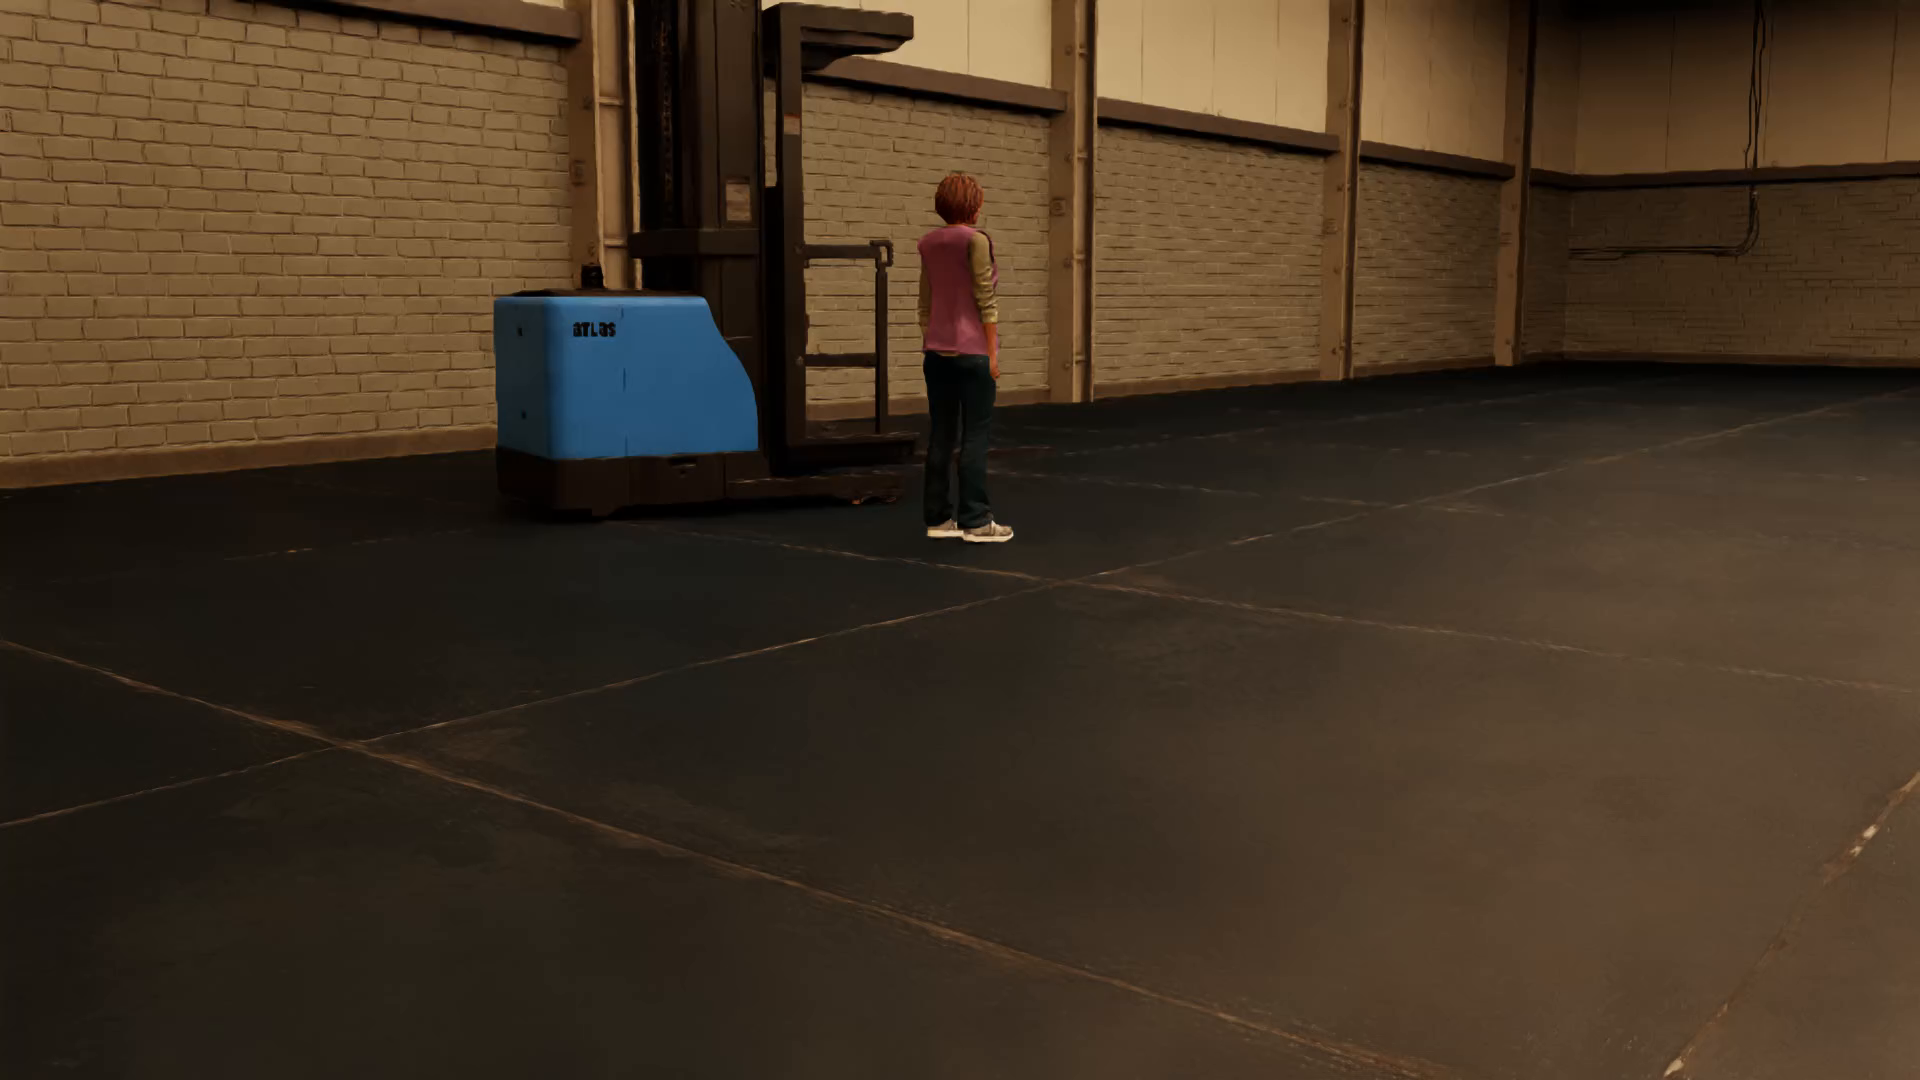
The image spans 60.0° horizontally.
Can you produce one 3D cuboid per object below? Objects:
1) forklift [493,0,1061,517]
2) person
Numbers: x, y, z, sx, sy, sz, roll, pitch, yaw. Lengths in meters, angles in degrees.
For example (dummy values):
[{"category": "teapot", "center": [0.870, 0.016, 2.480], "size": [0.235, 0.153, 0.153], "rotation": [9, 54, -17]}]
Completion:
[{"category": "forklift", "center": [-0.889, -1.695, 8.864], "size": [3.031, 2.935, 1.130], "rotation": [-5, 10, -31]}, {"category": "person", "center": [0.005, -0.794, 7.296], "size": [0.405, 1.604, 0.311], "rotation": [7, 11, 38]}]
